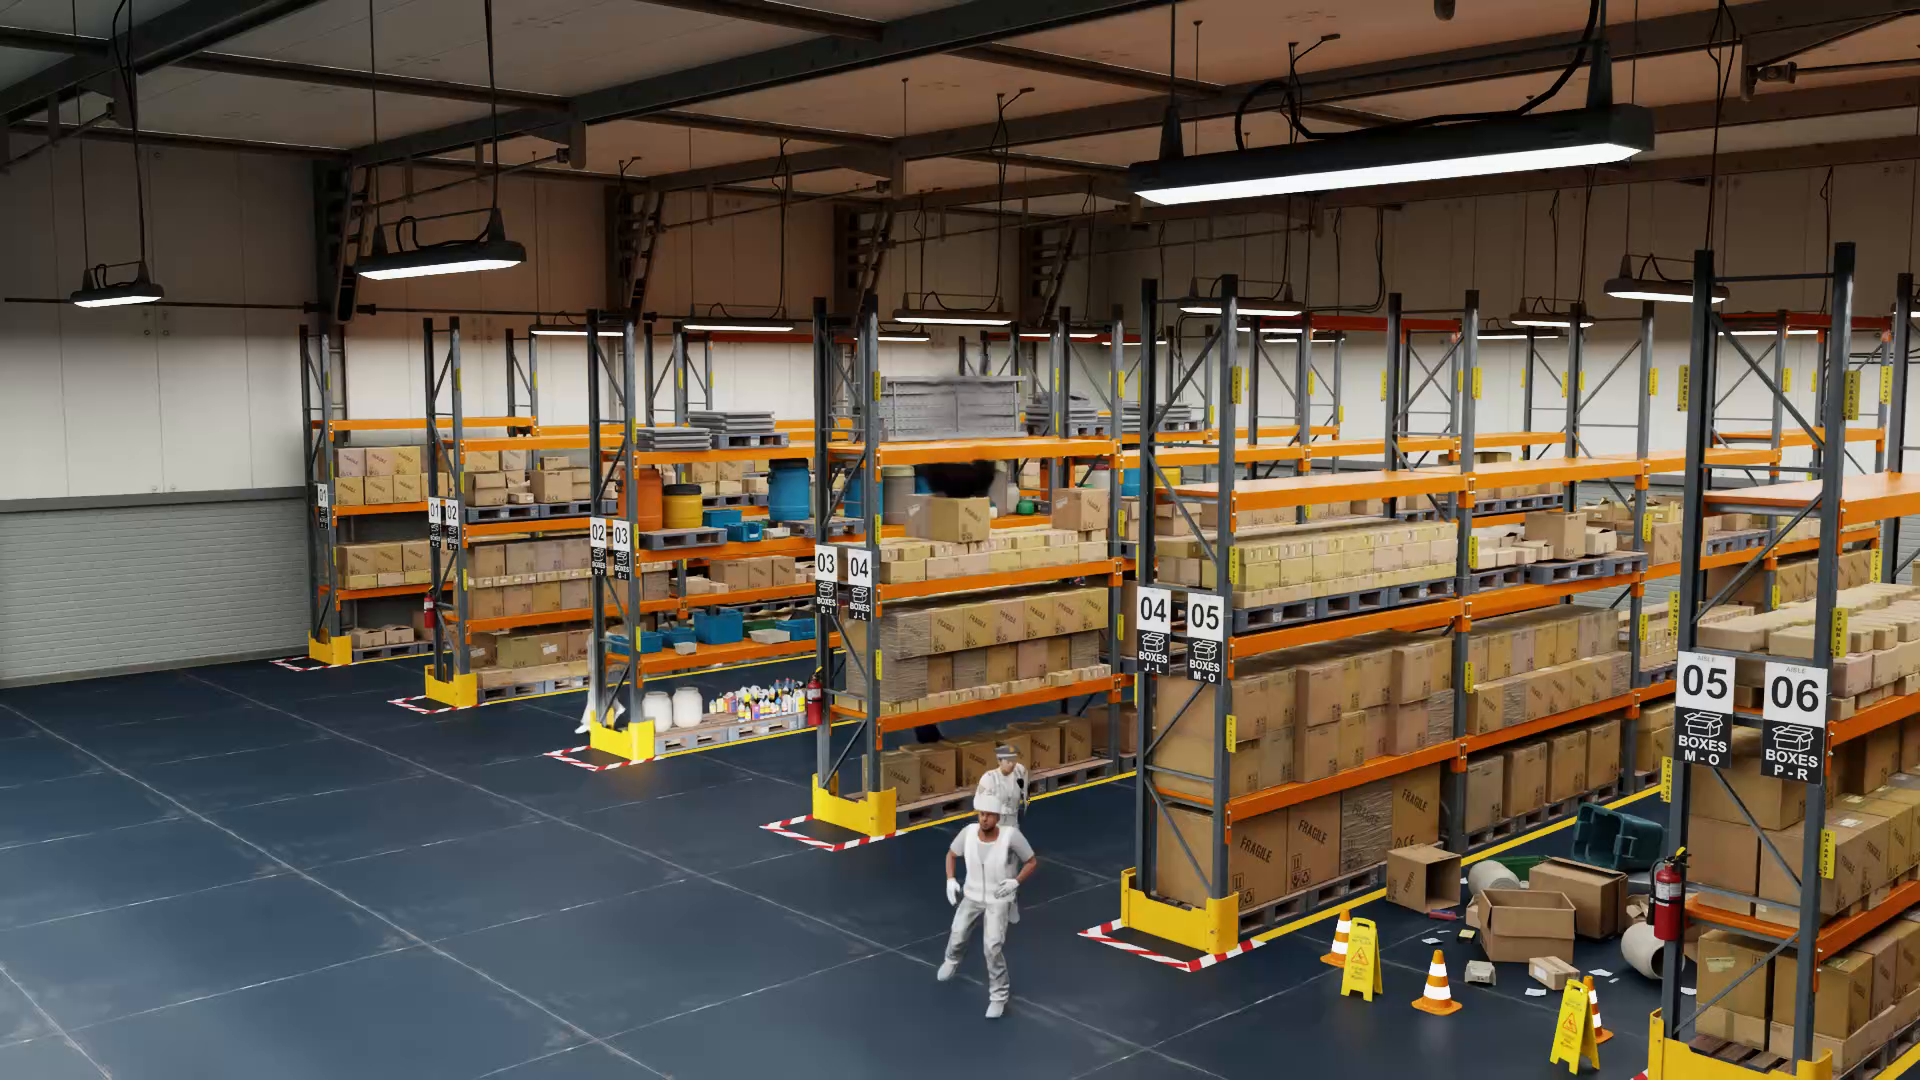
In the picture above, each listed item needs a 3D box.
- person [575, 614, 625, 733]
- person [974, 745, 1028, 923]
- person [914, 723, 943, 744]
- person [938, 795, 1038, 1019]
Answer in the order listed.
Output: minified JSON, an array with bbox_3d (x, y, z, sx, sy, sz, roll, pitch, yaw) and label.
[{"bbox_3d":[-5.200,1.889,23.951,0.569,1.659,0.925,5,8,41],"label":"person"},{"bbox_3d":[0.382,2.755,15.977,0.645,1.707,0.927,-2,6,-20],"label":"person"},{"bbox_3d":[-0.422,2.156,21.925,0.760,1.697,0.556,-4,7,-36],"label":"person"},{"bbox_3d":[0.193,2.947,13.624,0.892,1.777,0.706,2,6,16],"label":"person"}]
